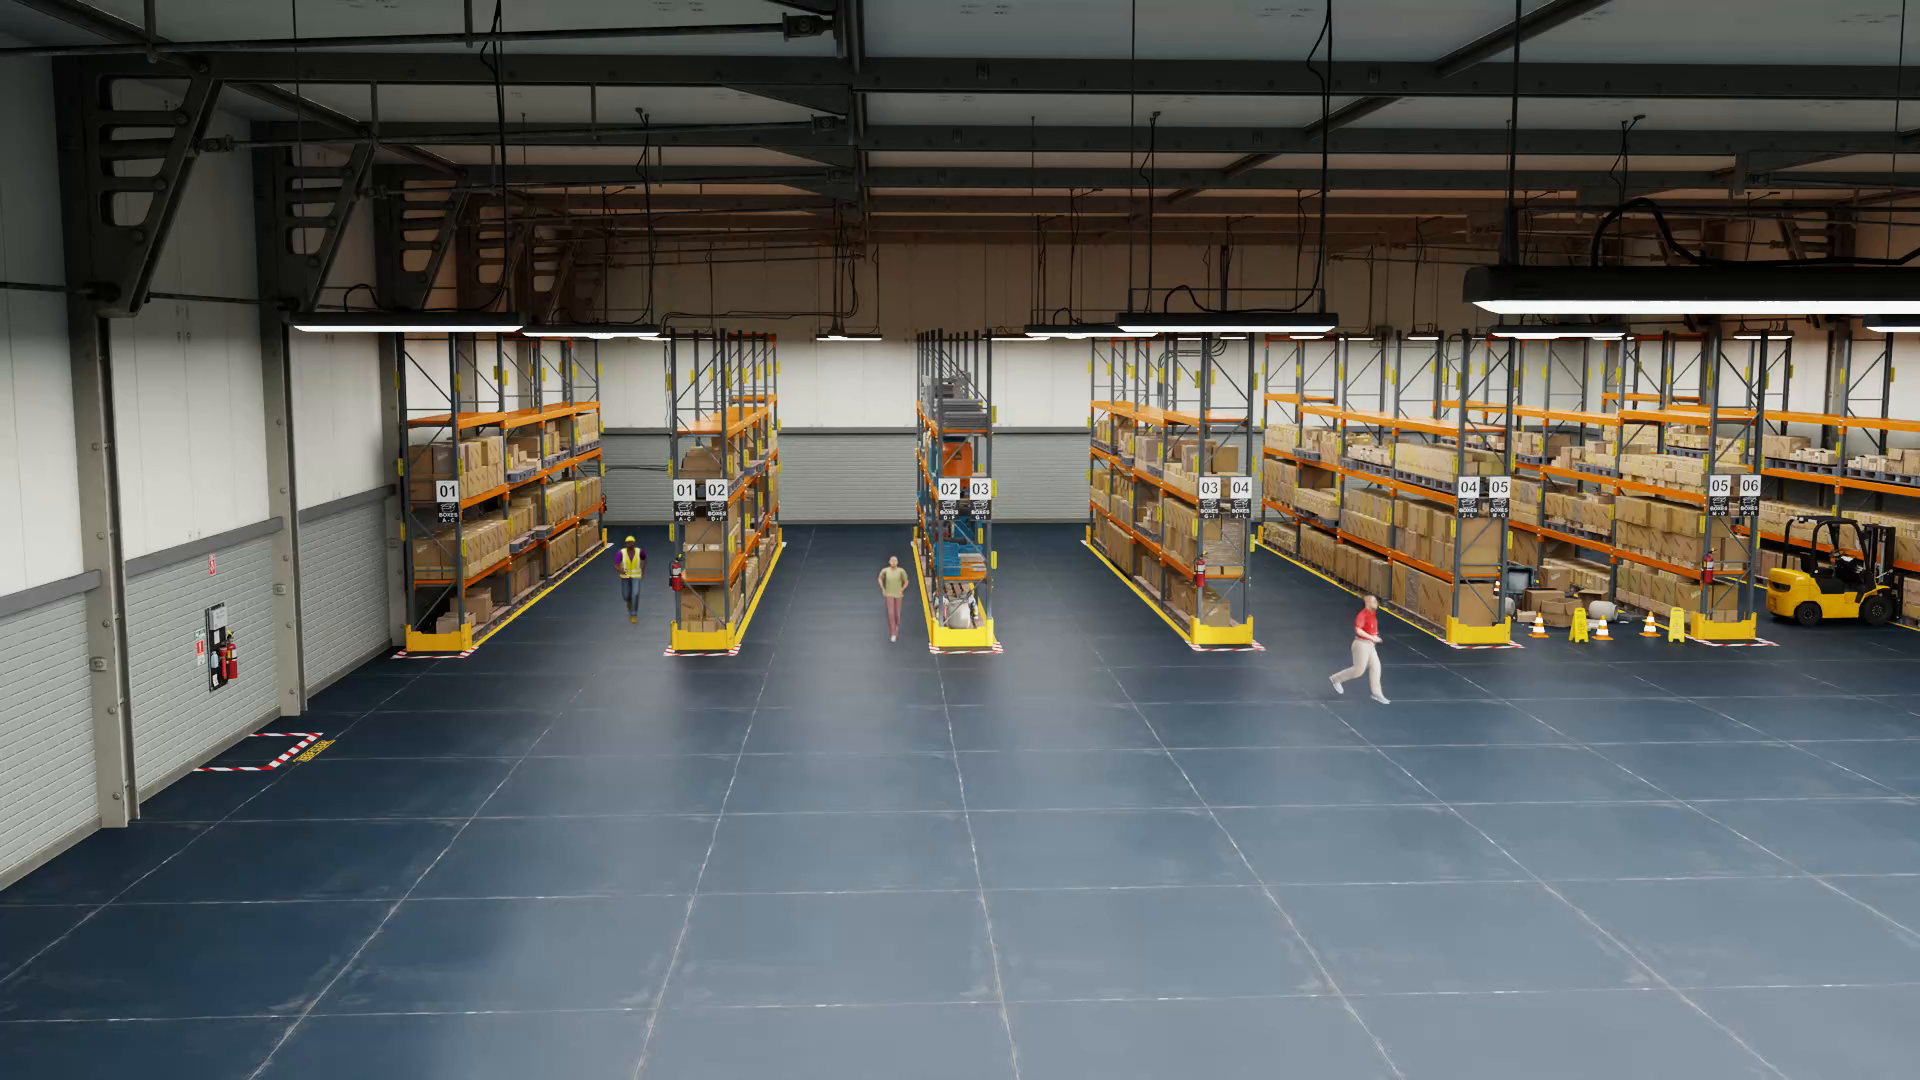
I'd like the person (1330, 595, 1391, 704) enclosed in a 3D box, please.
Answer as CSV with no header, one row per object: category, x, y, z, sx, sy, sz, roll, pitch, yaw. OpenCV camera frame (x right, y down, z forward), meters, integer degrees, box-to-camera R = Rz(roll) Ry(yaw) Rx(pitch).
person,6.463,1.737,26.717,1.002,1.729,0.686,4,8,29

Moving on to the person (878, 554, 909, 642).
person,-1.295,1.100,32.402,0.587,1.671,0.816,-1,7,-5

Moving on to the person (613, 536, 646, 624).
person,-6.866,0.793,34.579,0.666,1.764,1.141,-1,7,-7

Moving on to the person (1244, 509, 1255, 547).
person,7.339,-0.281,43.294,0.649,1.780,0.933,-1,7,-6
